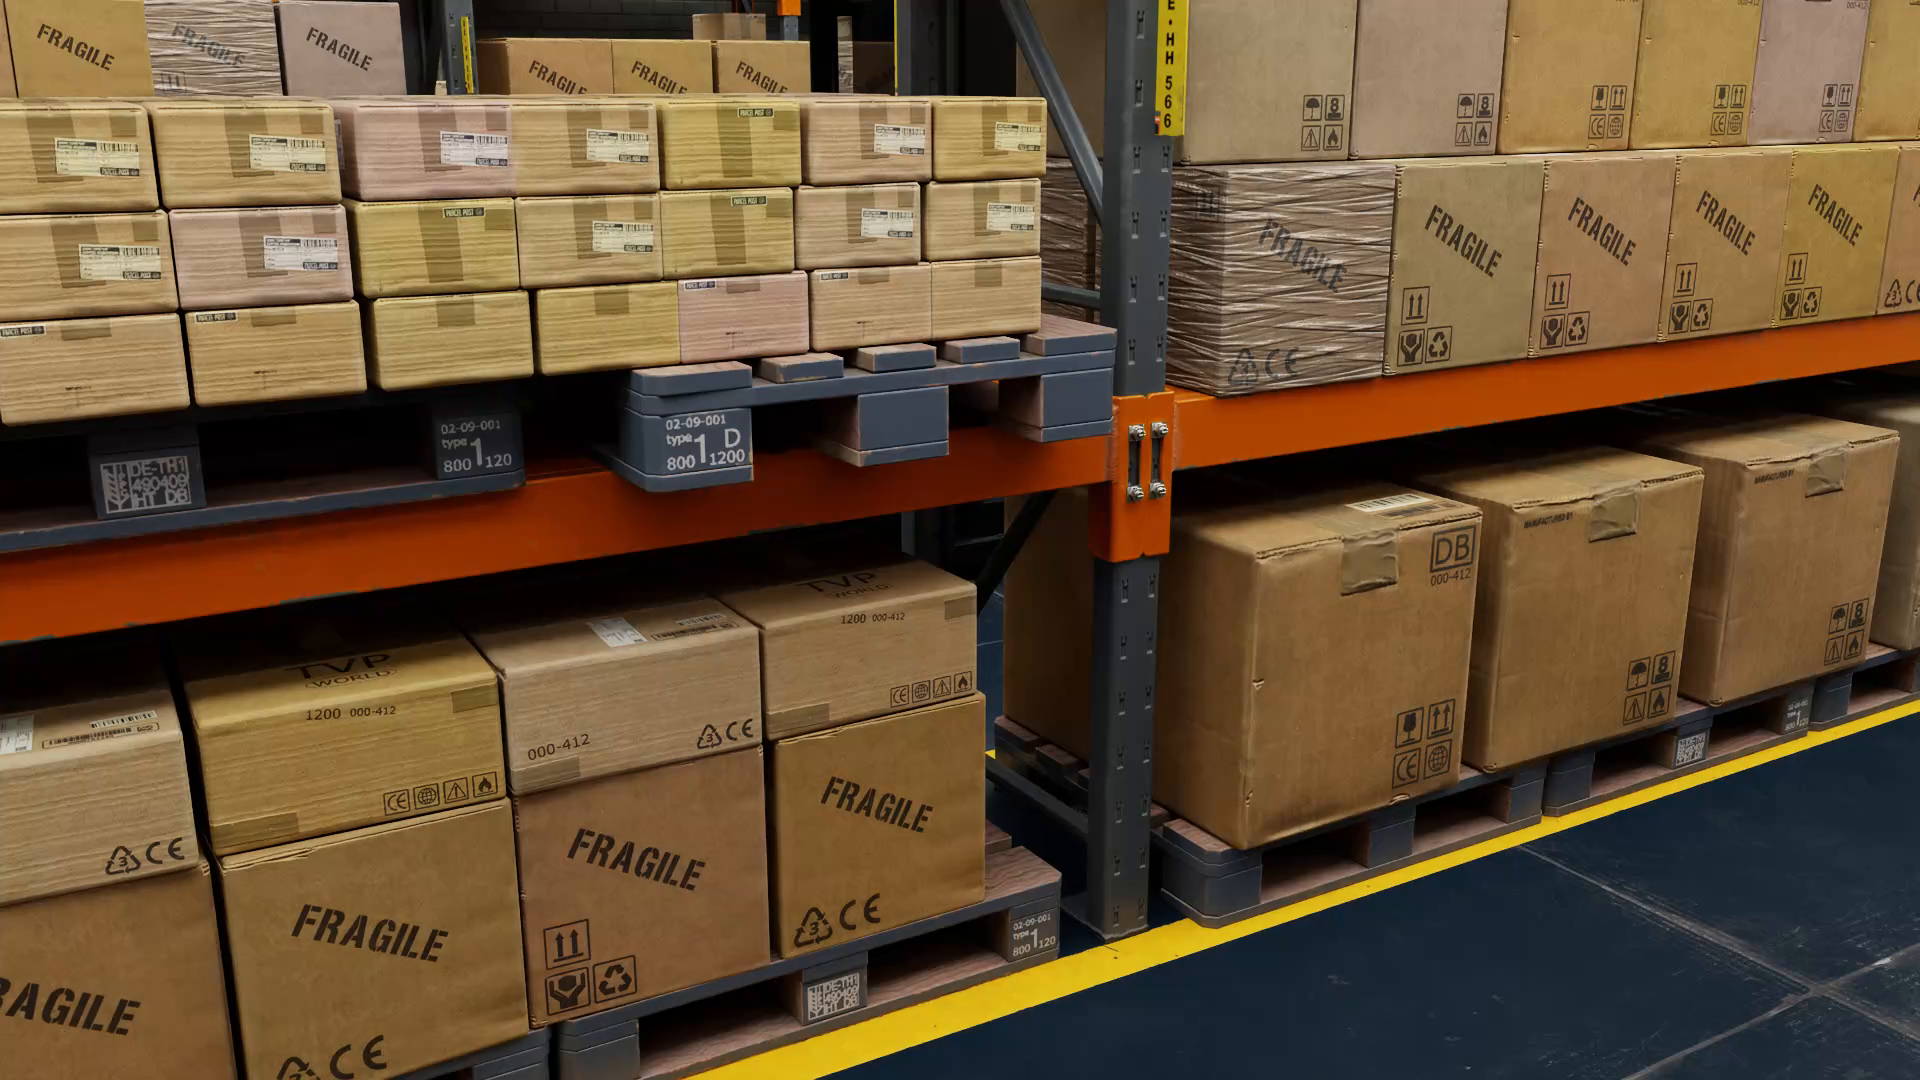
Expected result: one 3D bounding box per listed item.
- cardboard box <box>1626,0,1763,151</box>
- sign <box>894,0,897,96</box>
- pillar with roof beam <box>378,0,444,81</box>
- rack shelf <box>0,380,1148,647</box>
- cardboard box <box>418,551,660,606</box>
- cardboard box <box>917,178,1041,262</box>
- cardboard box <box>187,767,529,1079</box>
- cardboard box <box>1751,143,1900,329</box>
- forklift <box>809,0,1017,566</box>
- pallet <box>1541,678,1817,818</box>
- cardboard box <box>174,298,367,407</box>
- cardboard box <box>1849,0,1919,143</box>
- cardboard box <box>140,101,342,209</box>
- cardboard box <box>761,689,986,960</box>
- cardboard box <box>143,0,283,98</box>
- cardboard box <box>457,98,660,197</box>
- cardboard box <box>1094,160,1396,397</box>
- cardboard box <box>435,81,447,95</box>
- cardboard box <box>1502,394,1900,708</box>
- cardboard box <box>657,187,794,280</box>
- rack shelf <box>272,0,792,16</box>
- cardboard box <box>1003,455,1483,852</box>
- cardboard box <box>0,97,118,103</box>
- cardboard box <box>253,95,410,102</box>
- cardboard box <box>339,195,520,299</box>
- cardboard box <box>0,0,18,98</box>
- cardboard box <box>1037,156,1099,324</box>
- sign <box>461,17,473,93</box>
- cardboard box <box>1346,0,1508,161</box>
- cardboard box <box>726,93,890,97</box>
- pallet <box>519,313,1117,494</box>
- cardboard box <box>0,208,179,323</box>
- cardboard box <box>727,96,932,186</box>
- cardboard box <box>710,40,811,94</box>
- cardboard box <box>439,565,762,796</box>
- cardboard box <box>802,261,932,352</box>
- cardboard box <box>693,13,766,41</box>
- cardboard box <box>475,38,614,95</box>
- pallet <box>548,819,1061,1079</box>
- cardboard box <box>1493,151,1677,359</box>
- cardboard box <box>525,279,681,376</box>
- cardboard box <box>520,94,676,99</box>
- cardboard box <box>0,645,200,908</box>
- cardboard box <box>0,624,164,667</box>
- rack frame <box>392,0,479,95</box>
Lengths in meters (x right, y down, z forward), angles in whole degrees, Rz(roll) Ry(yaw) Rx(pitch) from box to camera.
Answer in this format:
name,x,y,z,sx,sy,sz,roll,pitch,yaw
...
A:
name,x,y,z,sx,sy,sz,roll,pitch,yaw
cardboard box,1.845,-1.406,4.832,0.500,0.500,0.700,-9,18,-30
sign,-0.143,-1.289,4.304,0.005,0.325,0.100,-9,18,-30
pillar with roof beam,-2.180,-5.165,9.162,0.400,9.000,9.100,-9,18,-30
rack shelf,-1.569,0.021,3.109,4.000,0.370,1.077,-9,18,-30
cardboard box,-1.005,0.148,3.790,0.500,0.250,0.500,-9,18,-30
cardboard box,-0.044,-0.654,3.320,0.250,0.149,0.380,-9,18,-29
cardboard box,-1.176,0.699,3.213,0.500,0.500,0.500,-10,19,-32
cardboard box,2.398,-0.932,4.994,0.500,0.500,0.500,-9,18,-29
forklift,-0.546,-1.327,6.713,3.031,2.935,1.130,-9,18,-29
pallet,1.905,0.479,5.310,1.213,0.211,1.003,-9,18,-30
cardboard box,-1.143,-0.332,2.726,0.250,0.149,0.380,-9,18,-28
cardboard box,2.712,-1.546,5.331,0.500,0.500,0.700,-10,18,-31
cardboard box,-1.148,-0.617,2.640,0.250,0.149,0.380,-8,18,-27
cardboard box,-0.284,0.550,3.743,0.500,0.500,0.500,-9,18,-30
cardboard box,-3.235,-2.058,7.158,0.500,0.500,0.500,-9,18,-29
cardboard box,-0.707,-0.688,2.892,0.250,0.149,0.380,-9,18,-28
cardboard box,0.669,-0.651,3.990,0.500,0.500,0.500,-9,18,-29
cardboard box,-3.972,-3.337,12.371,0.250,0.149,0.380,-9,18,-29
cardboard box,2.260,-0.038,5.377,0.750,0.750,1.050,-9,18,-30
cardboard box,-0.496,-0.579,3.054,0.250,0.149,0.380,-9,18,-28
rack shelf,-3.336,-4.258,12.819,4.000,0.370,1.077,-9,18,-30
cardboard box,0.714,0.214,4.479,0.750,0.750,1.050,-9,18,-30
cardboard box,-1.692,-0.735,3.058,0.250,0.149,0.380,-10,18,-30
cardboard box,-1.250,-0.806,3.312,0.250,0.149,0.380,-8,18,-27
cardboard box,-0.925,-0.510,2.809,0.250,0.149,0.380,-9,18,-30
cardboard box,-4.101,-1.922,6.672,0.500,0.500,0.500,-10,18,-31
cardboard box,0.393,-0.776,4.436,0.500,0.500,0.500,-9,18,-30
sign,-2.202,-2.164,7.427,0.005,0.325,0.100,-9,18,-30
cardboard box,0.968,-1.263,4.322,0.500,0.500,0.700,-10,18,-31
cardboard box,-0.354,-0.951,3.830,0.250,0.149,0.380,-9,18,-30
pallet,-0.411,-0.387,3.589,1.003,0.211,1.213,-9,18,-30
cardboard box,-1.369,-0.438,2.551,0.250,0.149,0.380,-10,18,-31
cardboard box,-0.255,-0.762,3.157,0.250,0.149,0.380,-9,18,-30
cardboard box,-1.091,-2.286,8.495,0.500,0.500,0.500,-9,18,-29
cardboard box,-0.733,0.266,3.369,0.500,0.250,0.500,-9,18,-29
cardboard box,-0.254,-0.475,3.236,0.250,0.149,0.380,-9,18,-30
cardboard box,-1.233,-2.733,8.886,0.250,0.149,0.380,-10,19,-32
cardboard box,-1.986,-2.137,7.961,0.500,0.500,0.500,-10,18,-31
pallet,-0.525,0.848,3.994,1.213,0.211,1.003,-9,18,-30
cardboard box,1.536,-0.793,4.495,0.500,0.500,0.500,-9,18,-30
cardboard box,-0.690,-0.406,2.987,0.250,0.149,0.380,-9,18,-30
cardboard box,-0.792,-0.880,3.578,0.250,0.149,0.380,-9,18,-30
cardboard box,-1.619,0.407,2.864,0.500,0.250,0.500,-8,18,-28
cardboard box,-1.882,0.286,3.296,0.500,0.250,0.500,-10,19,-32
rack frame,-2.490,-1.734,8.040,0.127,3.000,1.000,-9,18,-30
